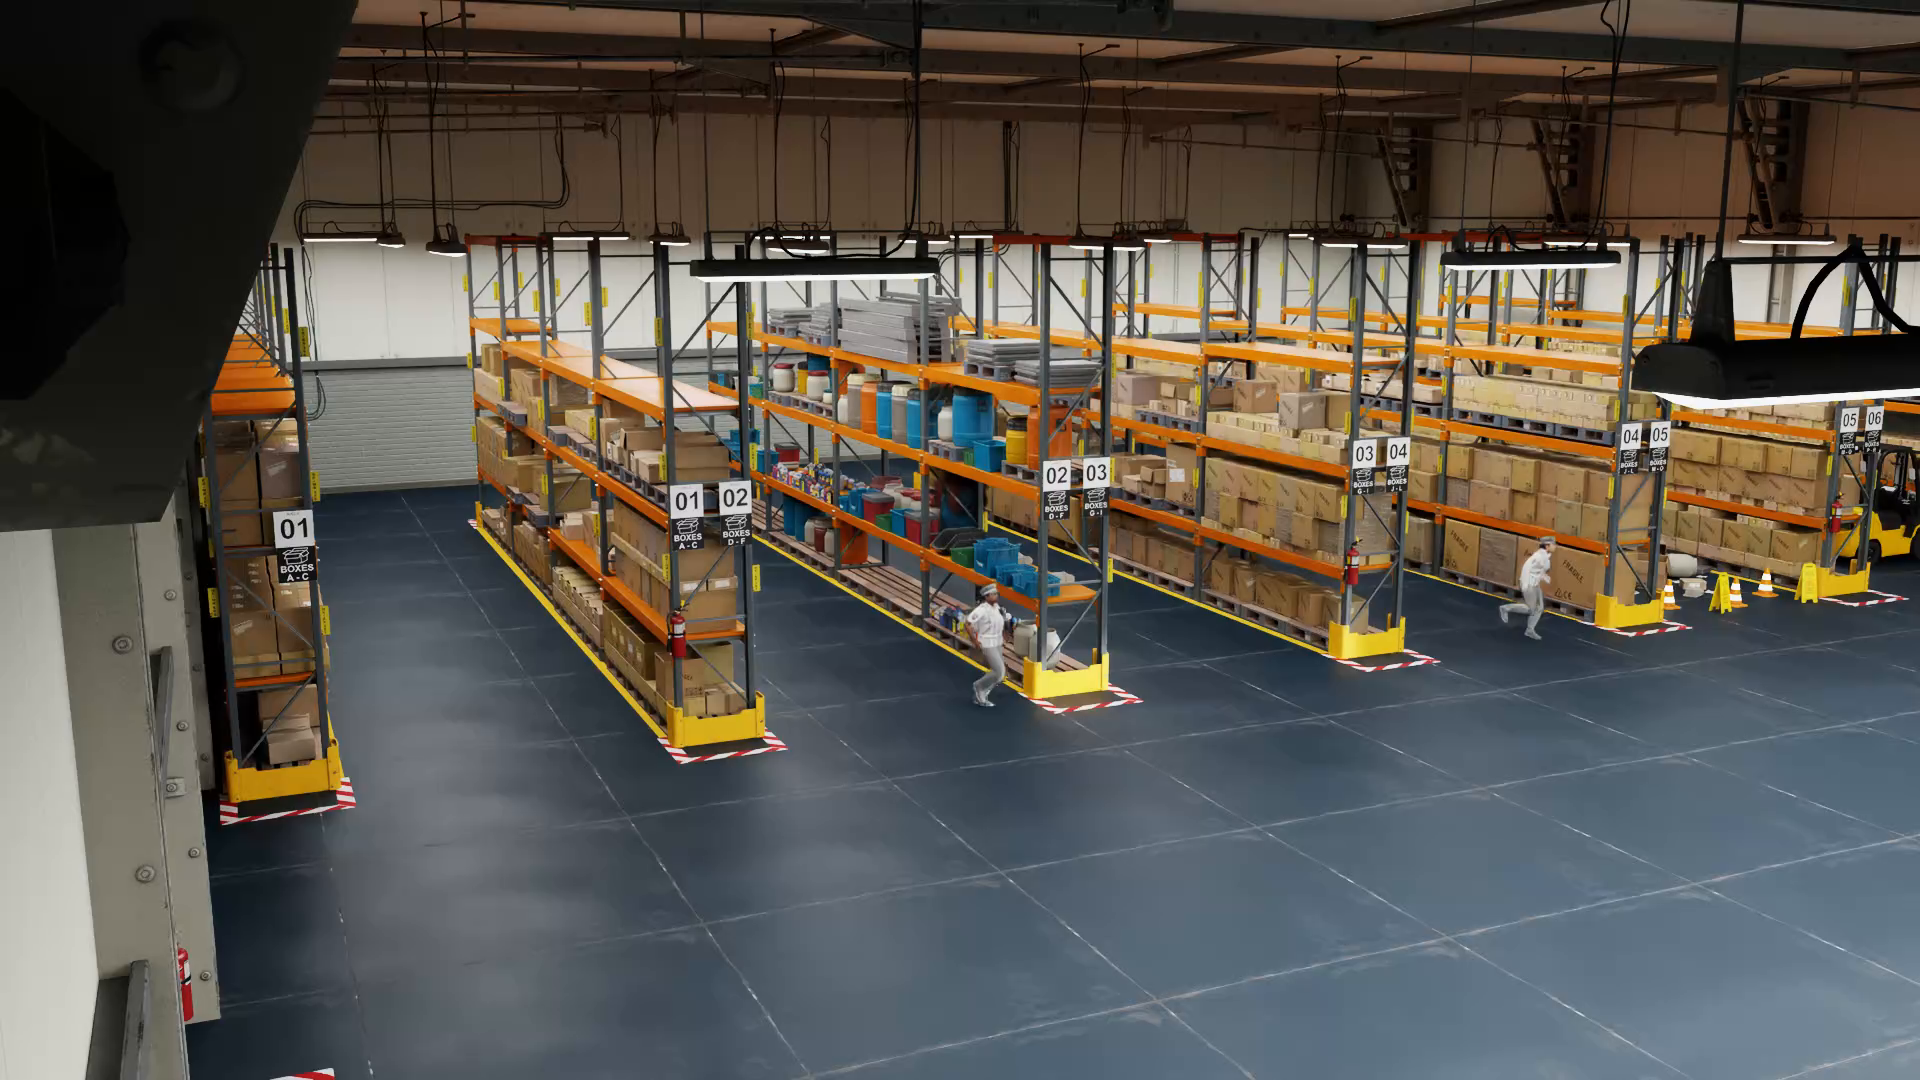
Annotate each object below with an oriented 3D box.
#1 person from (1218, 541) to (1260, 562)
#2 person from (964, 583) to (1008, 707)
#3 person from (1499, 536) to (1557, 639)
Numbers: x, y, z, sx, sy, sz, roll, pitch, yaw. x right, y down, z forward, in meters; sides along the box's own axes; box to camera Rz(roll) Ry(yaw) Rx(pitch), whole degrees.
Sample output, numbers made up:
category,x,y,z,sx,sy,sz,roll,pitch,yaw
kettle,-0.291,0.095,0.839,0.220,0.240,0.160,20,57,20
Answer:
category,x,y,z,sx,sy,sz,roll,pitch,yaw
person,5.243,-0.527,31.075,0.677,1.796,0.972,-8,14,-37
person,0.416,1.377,21.690,0.541,1.643,0.574,7,13,30
person,8.686,0.695,25.447,0.787,1.626,0.614,6,12,28
